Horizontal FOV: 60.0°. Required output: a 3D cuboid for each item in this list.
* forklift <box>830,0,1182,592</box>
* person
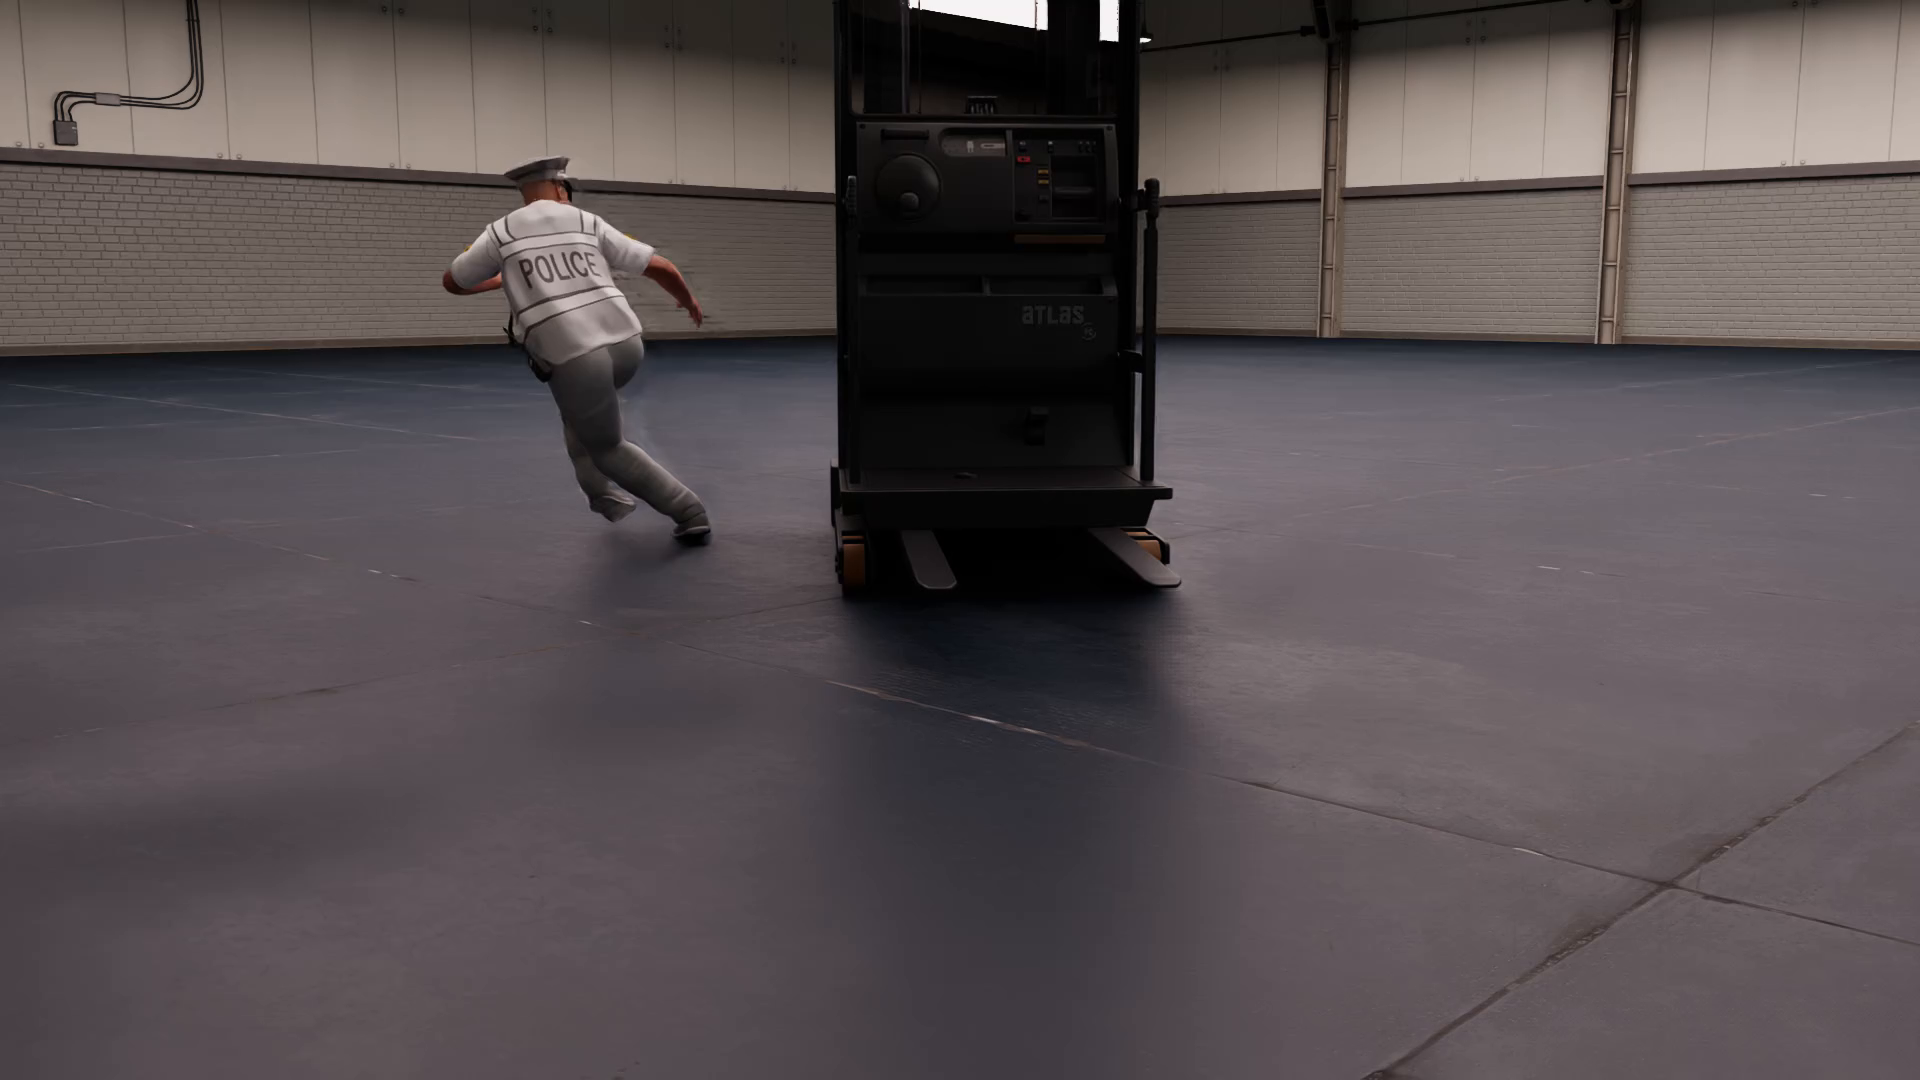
[{"bbox_3d":[0.118,-1.329,5.697,1.130,2.935,3.031,-1,9,-5],"label":"forklift"},{"bbox_3d":[-1.486,-0.754,6.649,0.999,1.519,0.933,-6,11,-35],"label":"person"}]
